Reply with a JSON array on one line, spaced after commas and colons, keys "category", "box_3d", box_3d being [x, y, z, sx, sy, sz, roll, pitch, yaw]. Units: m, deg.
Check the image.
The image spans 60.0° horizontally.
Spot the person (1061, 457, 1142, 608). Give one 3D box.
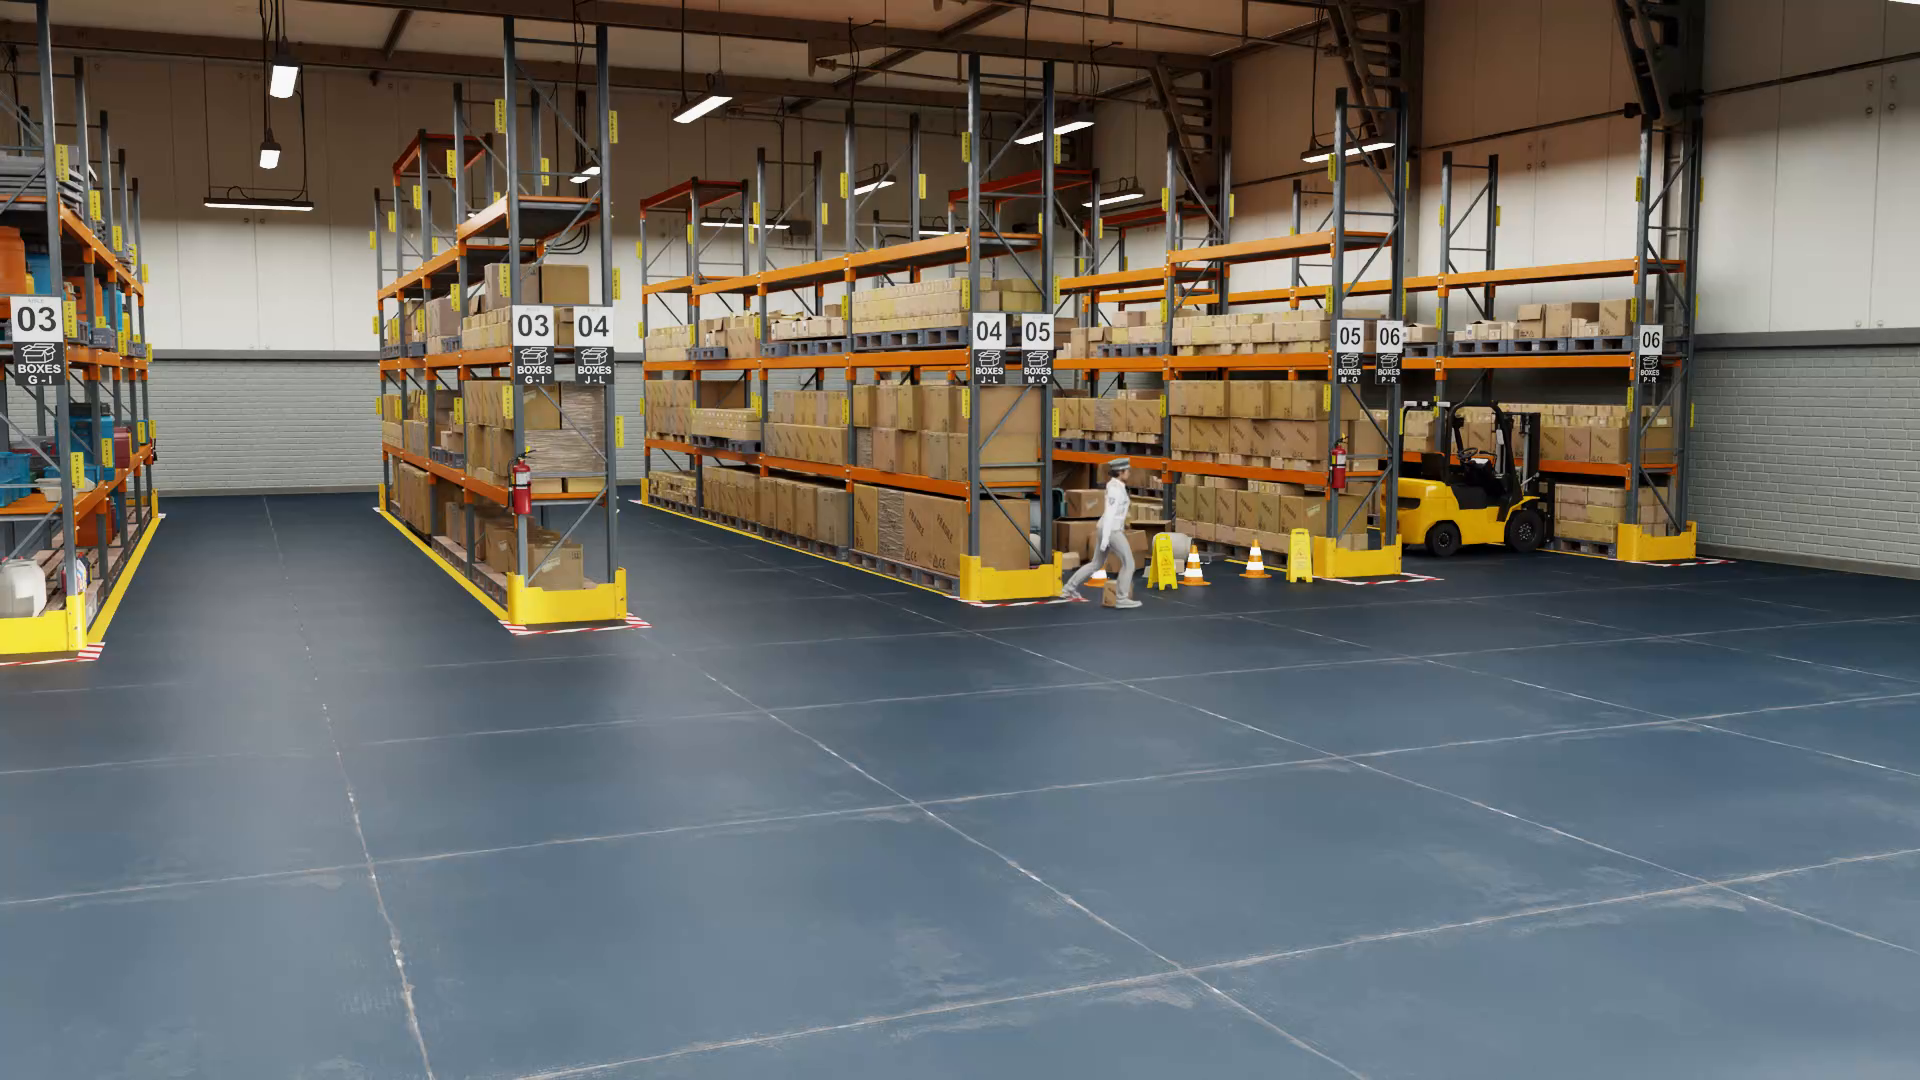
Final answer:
[{"category": "person", "box_3d": [1.527, -0.087, 17.911, 0.866, 1.613, 0.516, 0, 5, -1]}]
